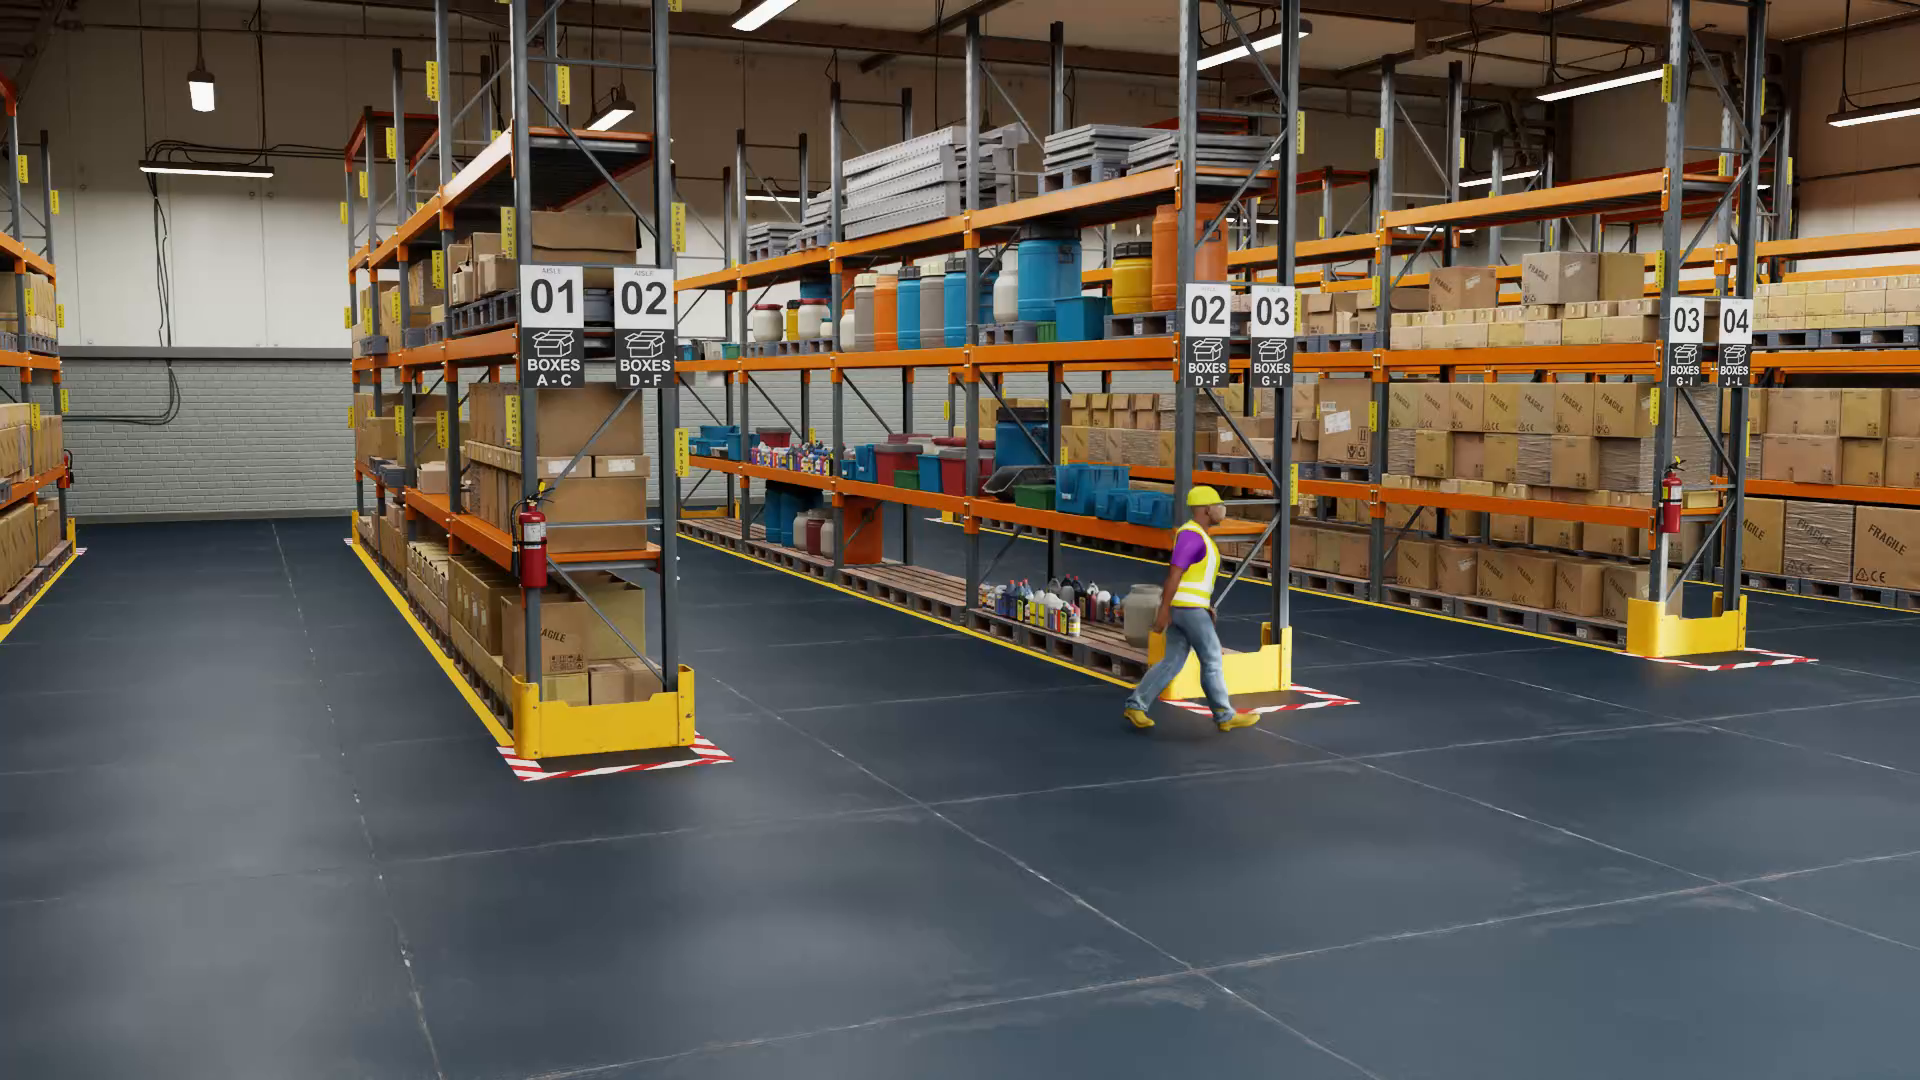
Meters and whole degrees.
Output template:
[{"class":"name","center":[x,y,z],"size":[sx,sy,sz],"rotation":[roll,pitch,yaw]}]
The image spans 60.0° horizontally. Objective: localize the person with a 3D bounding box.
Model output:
[{"class":"person","center":[1.640,0.477,11.716],"size":[0.958,1.715,0.602],"rotation":[1,5,8]}]
